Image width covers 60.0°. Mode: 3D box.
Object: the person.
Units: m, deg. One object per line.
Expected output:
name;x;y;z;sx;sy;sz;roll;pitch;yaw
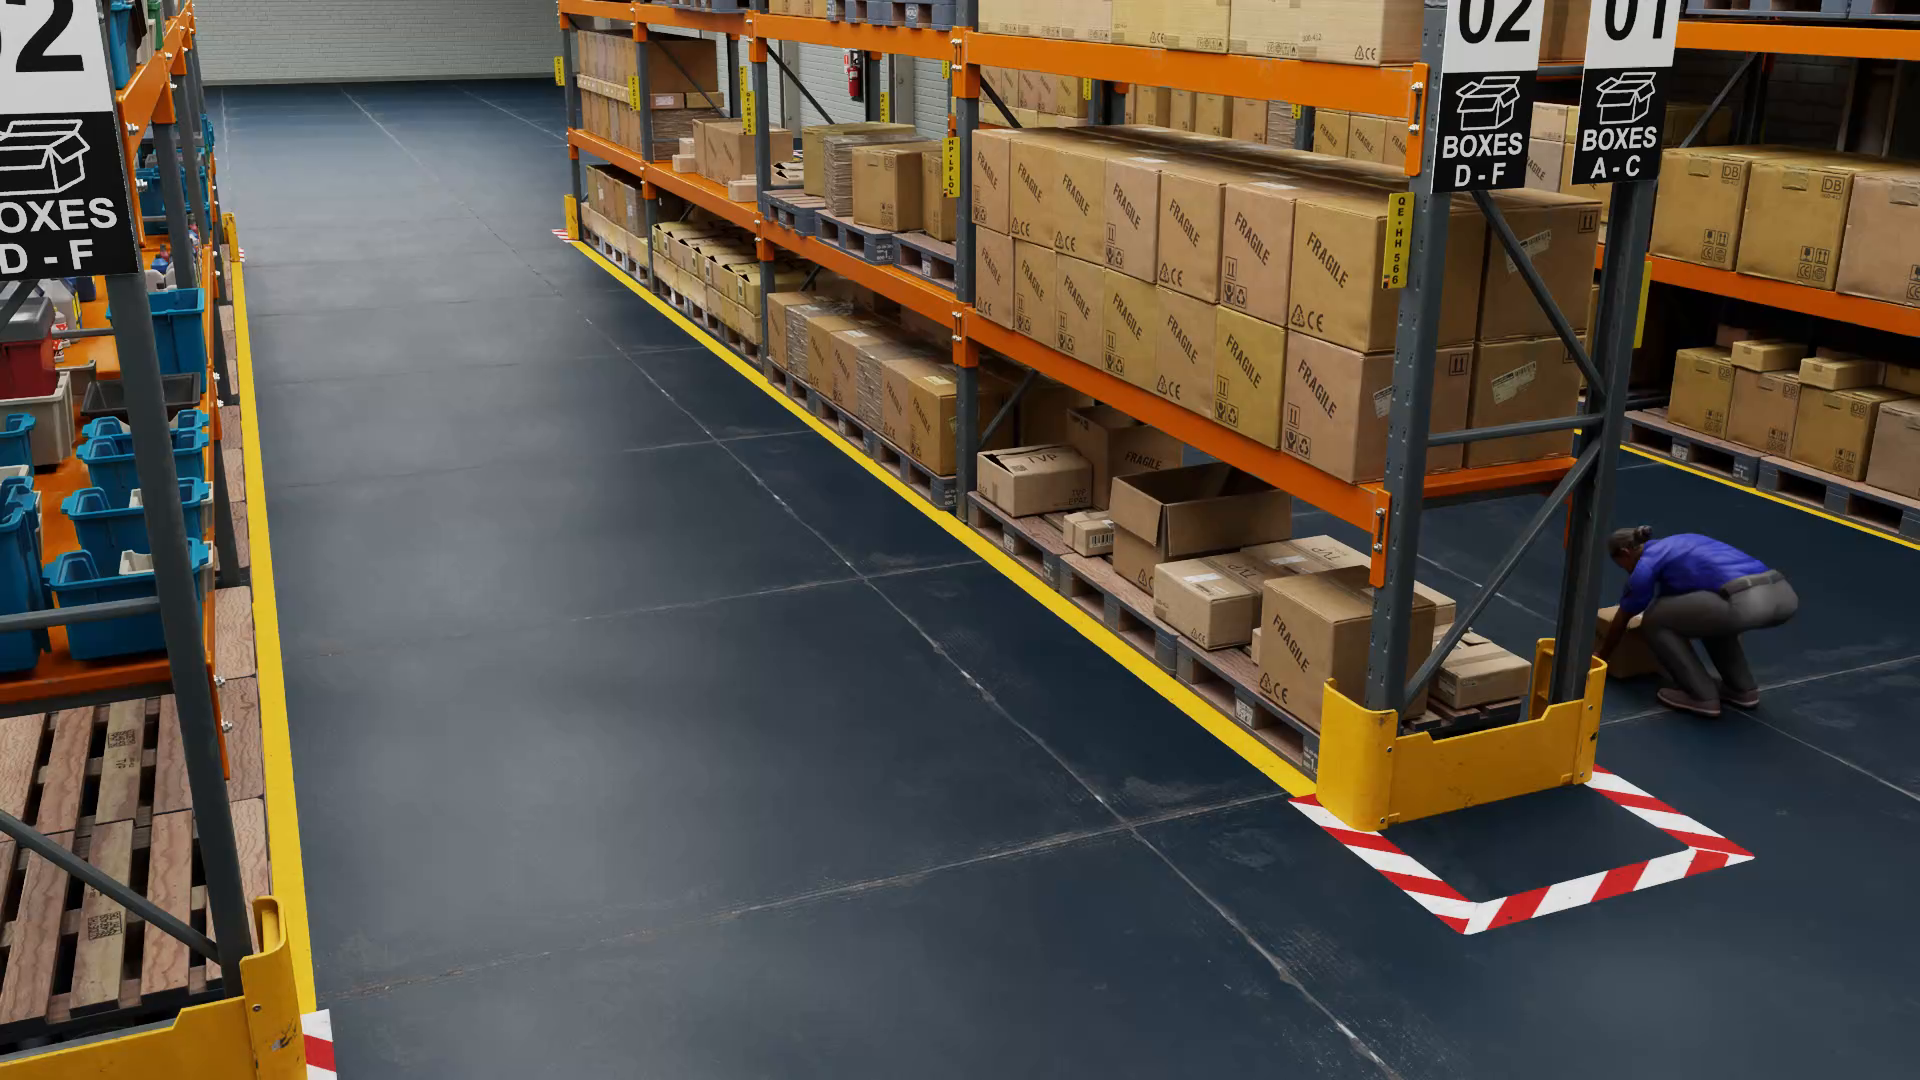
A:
person;3.284;0.357;7.498;0.461;0.769;0.871;-10;22;-28
